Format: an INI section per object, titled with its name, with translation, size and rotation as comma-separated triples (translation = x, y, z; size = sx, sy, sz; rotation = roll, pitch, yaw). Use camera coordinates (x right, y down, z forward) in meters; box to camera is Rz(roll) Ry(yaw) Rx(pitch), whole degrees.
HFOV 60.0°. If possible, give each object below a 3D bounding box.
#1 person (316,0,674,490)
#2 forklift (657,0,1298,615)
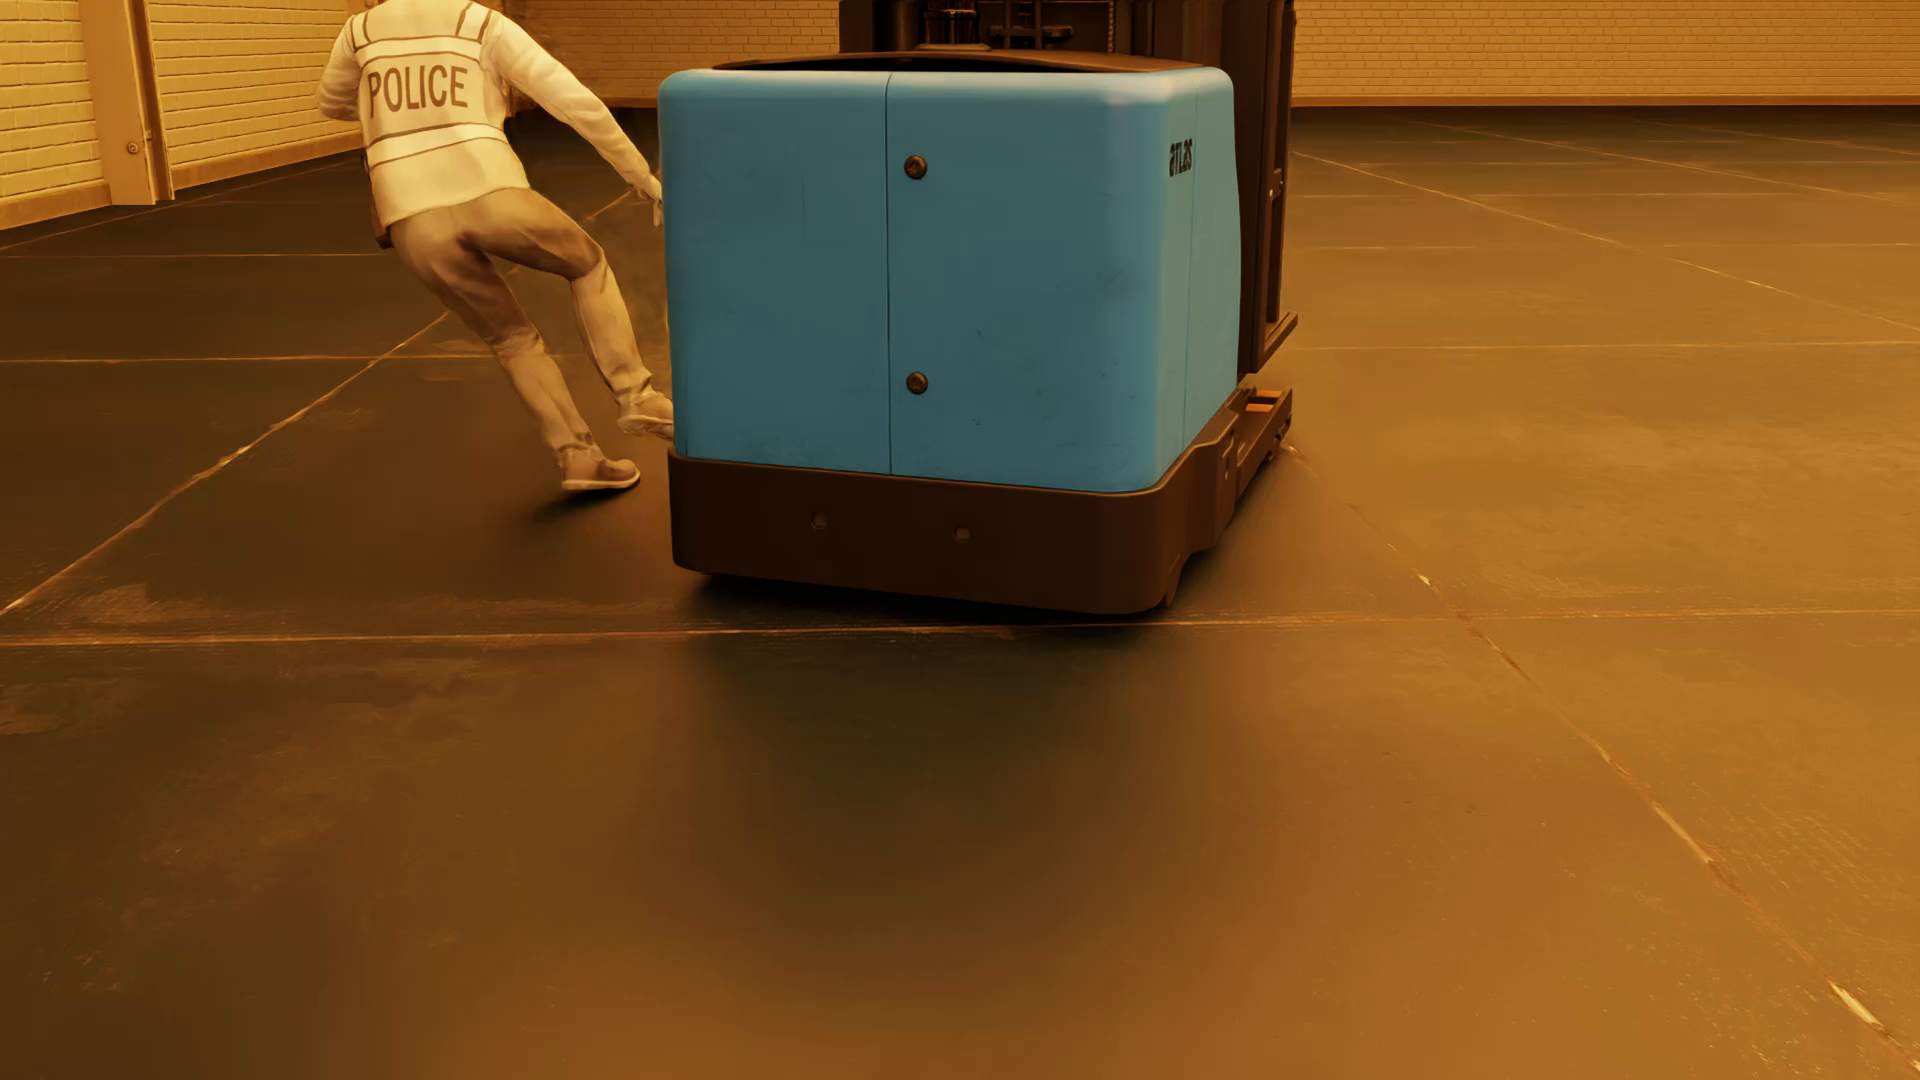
[person]
translation = -1.141, -0.856, 4.287
size = 0.991, 1.428, 0.858
rotation = -2, 17, -7
[forklift]
translation = 0.331, -1.648, 4.296
size = 1.130, 2.935, 3.031
rotation = 5, 18, 17
